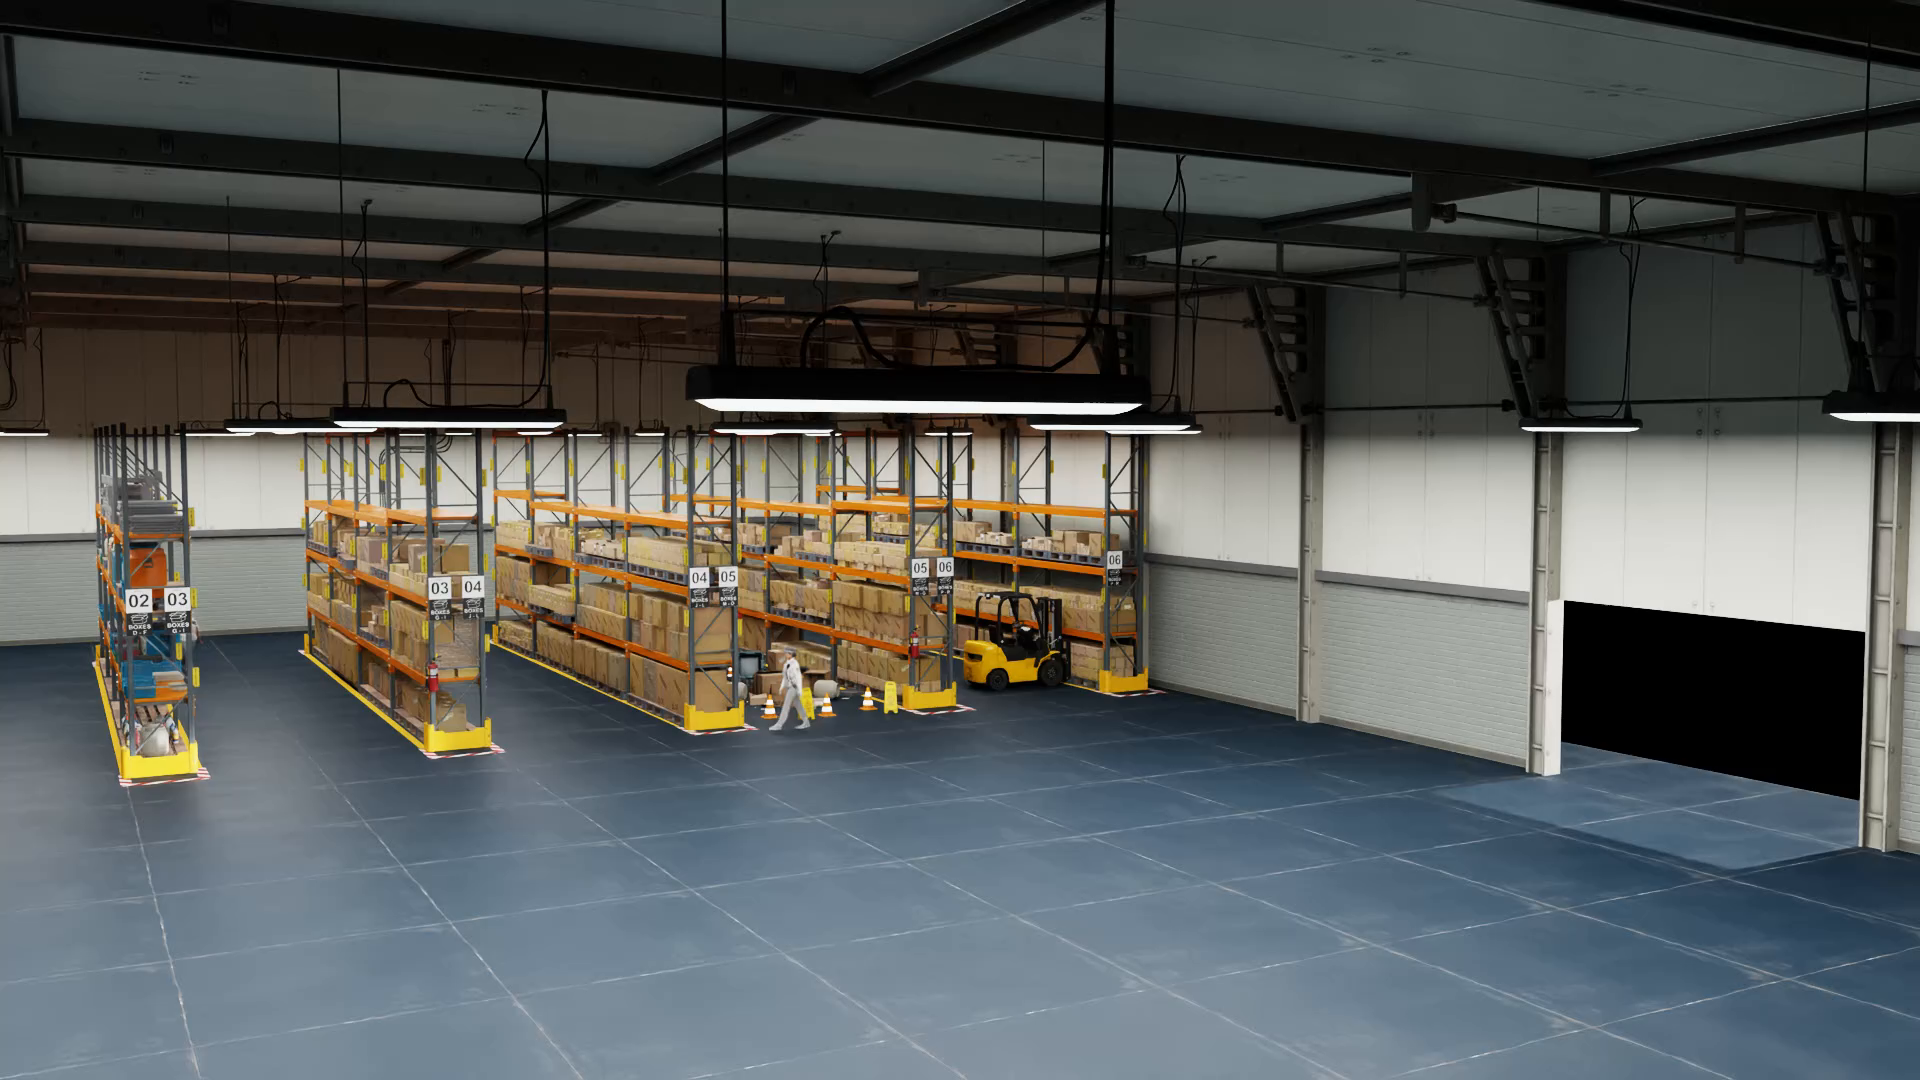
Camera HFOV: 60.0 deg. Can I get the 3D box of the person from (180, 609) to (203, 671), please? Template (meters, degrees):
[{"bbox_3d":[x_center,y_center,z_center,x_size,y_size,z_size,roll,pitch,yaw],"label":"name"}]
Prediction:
[{"bbox_3d":[-18.749,2.443,40.427,1.063,1.614,0.506,2,4,35],"label":"person"}]

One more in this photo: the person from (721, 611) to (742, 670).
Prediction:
[{"bbox_3d":[-5.658,2.365,41.059,0.595,1.726,0.451,-2,4,-34],"label":"person"}]

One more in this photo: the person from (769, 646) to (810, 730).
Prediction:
[{"bbox_3d":[-3.368,2.904,32.626,0.912,1.640,0.510,-1,4,-21],"label":"person"}]
